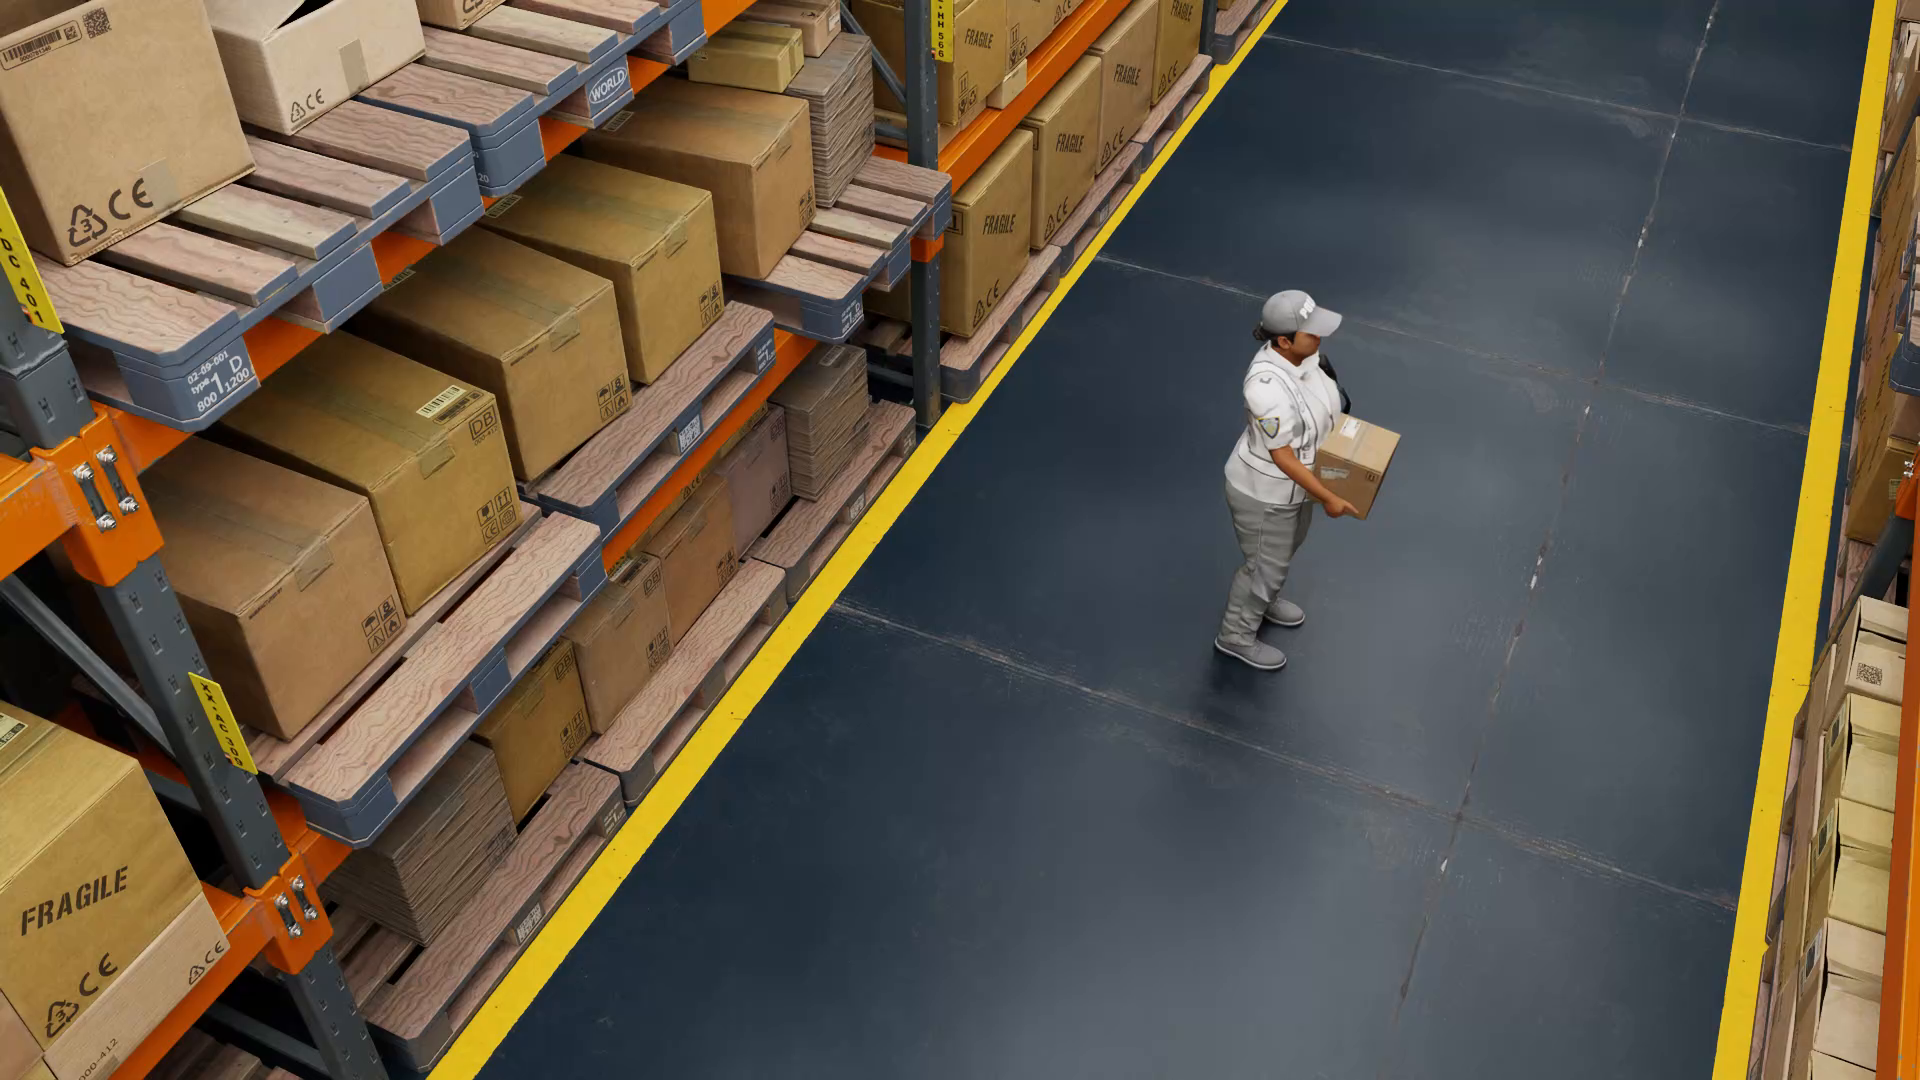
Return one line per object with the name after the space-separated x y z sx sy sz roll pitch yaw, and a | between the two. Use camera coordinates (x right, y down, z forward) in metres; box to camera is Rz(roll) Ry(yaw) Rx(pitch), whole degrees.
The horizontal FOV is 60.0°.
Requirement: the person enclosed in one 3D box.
1.296 -0.214 6.402 0.541 1.654 0.453 18 45 19 | person
